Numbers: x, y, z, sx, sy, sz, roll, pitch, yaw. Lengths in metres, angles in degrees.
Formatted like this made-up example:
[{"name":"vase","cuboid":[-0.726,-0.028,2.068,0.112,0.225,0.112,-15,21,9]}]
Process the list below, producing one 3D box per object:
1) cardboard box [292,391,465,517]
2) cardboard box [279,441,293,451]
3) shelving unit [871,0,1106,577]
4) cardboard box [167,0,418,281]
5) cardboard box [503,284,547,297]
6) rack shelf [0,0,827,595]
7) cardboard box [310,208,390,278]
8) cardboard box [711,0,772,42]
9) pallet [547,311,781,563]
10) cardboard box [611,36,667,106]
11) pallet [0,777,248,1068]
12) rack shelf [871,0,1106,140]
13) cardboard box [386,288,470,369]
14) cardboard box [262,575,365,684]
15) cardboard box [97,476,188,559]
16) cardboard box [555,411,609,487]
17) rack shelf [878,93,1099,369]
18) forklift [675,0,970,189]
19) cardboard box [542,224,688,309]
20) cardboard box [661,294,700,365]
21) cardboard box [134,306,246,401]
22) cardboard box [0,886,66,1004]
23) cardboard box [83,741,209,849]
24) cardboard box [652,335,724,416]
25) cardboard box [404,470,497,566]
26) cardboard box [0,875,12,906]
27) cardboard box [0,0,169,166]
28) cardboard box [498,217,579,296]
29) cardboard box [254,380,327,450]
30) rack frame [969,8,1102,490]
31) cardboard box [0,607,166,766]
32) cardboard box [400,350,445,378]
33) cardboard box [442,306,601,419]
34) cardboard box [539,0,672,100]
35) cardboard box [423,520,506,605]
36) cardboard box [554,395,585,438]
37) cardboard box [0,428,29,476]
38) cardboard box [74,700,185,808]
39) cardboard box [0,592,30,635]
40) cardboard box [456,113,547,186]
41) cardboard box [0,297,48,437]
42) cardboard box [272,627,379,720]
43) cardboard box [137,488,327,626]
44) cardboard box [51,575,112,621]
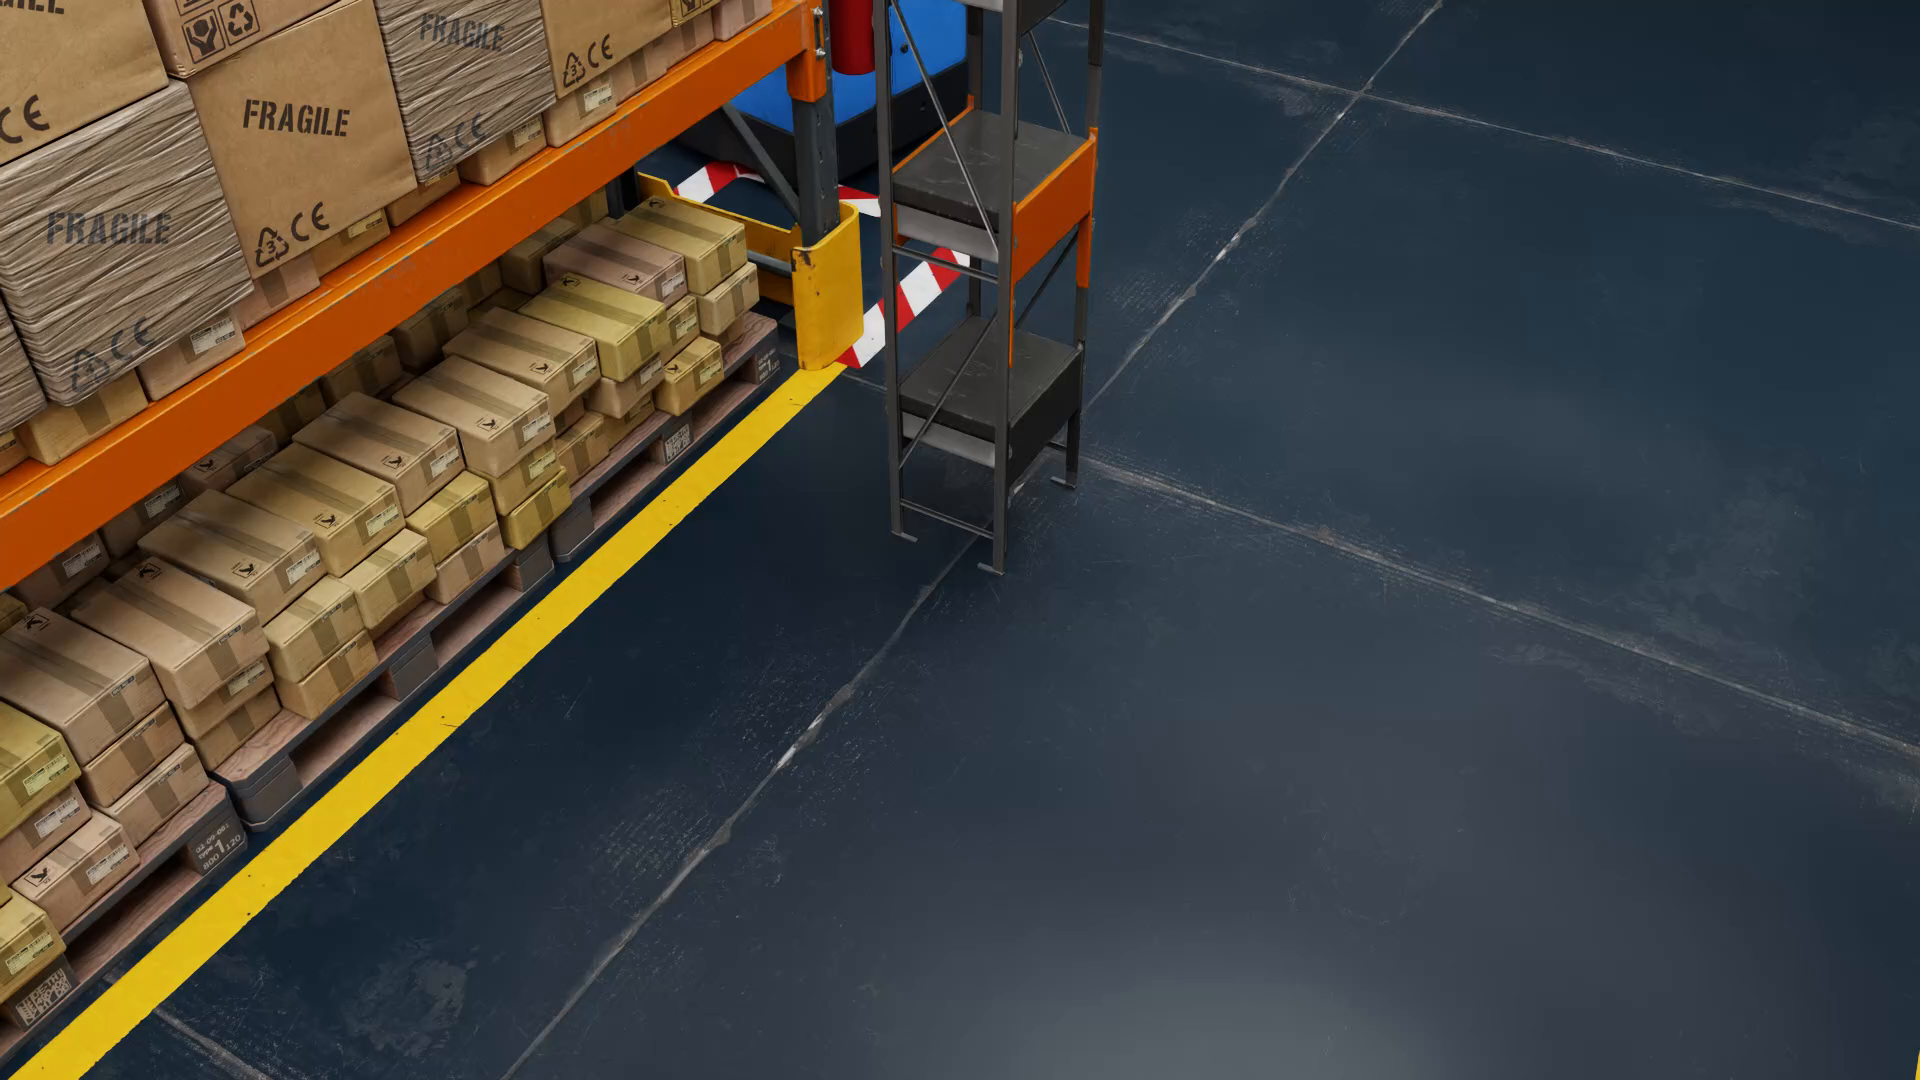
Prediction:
[{"name":"cardboard box","cuboid":[-1.622,-0.244,4.647,0.380,0.149,0.250,19,45,21]},{"name":"cardboard box","cuboid":[-1.972,-0.263,4.893,0.380,0.149,0.250,23,46,24]},{"name":"shelving unit","cuboid":[0.083,-0.883,4.664,0.431,2.100,0.503,21,45,22]},{"name":"cardboard box","cuboid":[-1.651,-0.987,3.801,0.500,0.500,0.500,23,46,24]},{"name":"cardboard box","cuboid":[-1.553,-0.895,5.611,0.380,0.149,0.250,21,45,22]},{"name":"rack shelf","cuboid":[-1.884,-0.634,4.245,1.077,0.370,4.000,21,45,22]},{"name":"cardboard box","cuboid":[-1.641,-0.809,4.089,0.380,0.149,0.250,22,46,23]},{"name":"cardboard box","cuboid":[-0.801,-1.674,5.072,0.380,0.149,0.250,21,46,22]},{"name":"pallet","cuboid":[-1.358,-0.505,5.664,1.003,0.211,1.213,21,45,22]},{"name":"cardboard box","cuboid":[-1.071,-1.396,4.756,0.380,0.149,0.250,20,45,22]},{"name":"pallet","cuboid":[-2.579,0.891,4.079,1.003,0.211,1.213,21,45,22]},{"name":"rack shelf","cuboid":[0.083,-1.398,4.210,0.431,0.518,0.480,21,45,22]},{"name":"cardboard box","cuboid":[-1.762,-0.704,5.168,0.380,0.149,0.250,19,45,20]},{"name":"cardboard box","cuboid":[-1.810,0.187,4.382,0.380,0.149,0.250,21,45,22]},{"name":"cardboard box","cuboid":[-2.343,-0.131,4.518,0.380,0.149,0.250,19,45,21]},{"name":"cardboard box","cuboid":[-1.326,-0.317,5.180,0.380,0.149,0.250,21,46,22]},{"name":"rack shelf","cuboid":[0.083,-0.872,4.673,0.431,0.518,0.480,21,45,22]},{"name":"forklift","cuboid":[-1.406,-3.347,6.833,3.031,2.935,1.130,29,49,29]},{"name":"cardboard box","cuboid":[-1.104,-0.848,5.333,0.380,0.149,0.250,22,46,23]},{"name":"cardboard box","cuboid":[-1.077,-0.720,5.412,0.380,0.149,0.250,20,45,21]},{"name":"cardboard box","cuboid":[-1.843,-0.489,3.726,0.380,0.149,0.250,23,46,24]},{"name":"cardboard box","cuboid":[-2.291,0.898,3.800,0.380,0.149,0.250,22,46,23]},{"name":"cardboard box","cuboid":[-2.128,0.577,4.165,0.380,0.149,0.250,20,45,21]},{"name":"cardboard box","cuboid":[-1.007,-0.586,5.485,0.380,0.149,0.250,22,46,23]},{"name":"cardboard box","cuboid":[-1.551,-0.113,4.722,0.380,0.149,0.250,23,46,24]},{"name":"cardboard box","cuboid":[-2.377,0.765,3.726,0.380,0.149,0.250,21,46,22]},{"name":"cardboard box","cuboid":[-1.923,-1.042,3.106,0.500,0.500,0.500,22,46,23]},{"name":"cardboard box","cuboid":[-1.473,-0.975,5.476,0.380,0.149,0.250,22,46,23]},{"name":"cardboard box","cuboid":[-2.081,-0.413,4.838,0.380,0.149,0.250,22,46,23]},{"name":"rack frame","cuboid":[0.205,-1.022,4.822,0.400,2.100,0.015,21,45,22]},{"name":"cardboard box","cuboid":[-2.149,0.345,3.978,0.380,0.149,0.250,20,45,21]},{"name":"cardboard box","cuboid":[-1.821,-0.615,5.293,0.380,0.149,0.250,22,46,23]},{"name":"cardboard box","cuboid":[-1.308,-0.531,4.972,0.380,0.149,0.250,19,45,20]},{"name":"cardboard box","cuboid":[-1.147,-1.563,4.454,0.500,0.500,0.500,20,45,21]},{"name":"cardboard box","cuboid":[-1.553,-0.001,4.821,0.380,0.149,0.250,22,46,23]},{"name":"cardboard box","cuboid":[-1.382,-0.434,5.087,0.380,0.149,0.250,20,45,22]},{"name":"cardboard box","cuboid":[-2.166,-0.215,3.415,0.380,0.149,0.250,19,45,20]},{"name":"cardboard box","cuboid":[-2.149,0.460,4.072,0.380,0.149,0.250,19,45,20]},{"name":"cardboard box","cuboid":[-2.523,0.213,4.128,0.380,0.149,0.250,22,46,23]},{"name":"cardboard box","cuboid":[-1.336,-1.101,4.421,0.380,0.149,0.250,19,45,20]},{"name":"cardboard box","cuboid":[-2.177,-0.395,3.128,0.500,0.500,0.500,21,45,22]},{"name":"cardboard box","cuboid":[-1.810,0.294,4.485,0.380,0.149,0.250,20,45,21]},{"name":"cardboard box","cuboid":[-1.886,0.043,4.321,0.380,0.149,0.250,19,45,20]},{"name":"cardboard box","cuboid":[-2.438,0.174,4.397,0.380,0.149,0.250,22,46,23]}]
